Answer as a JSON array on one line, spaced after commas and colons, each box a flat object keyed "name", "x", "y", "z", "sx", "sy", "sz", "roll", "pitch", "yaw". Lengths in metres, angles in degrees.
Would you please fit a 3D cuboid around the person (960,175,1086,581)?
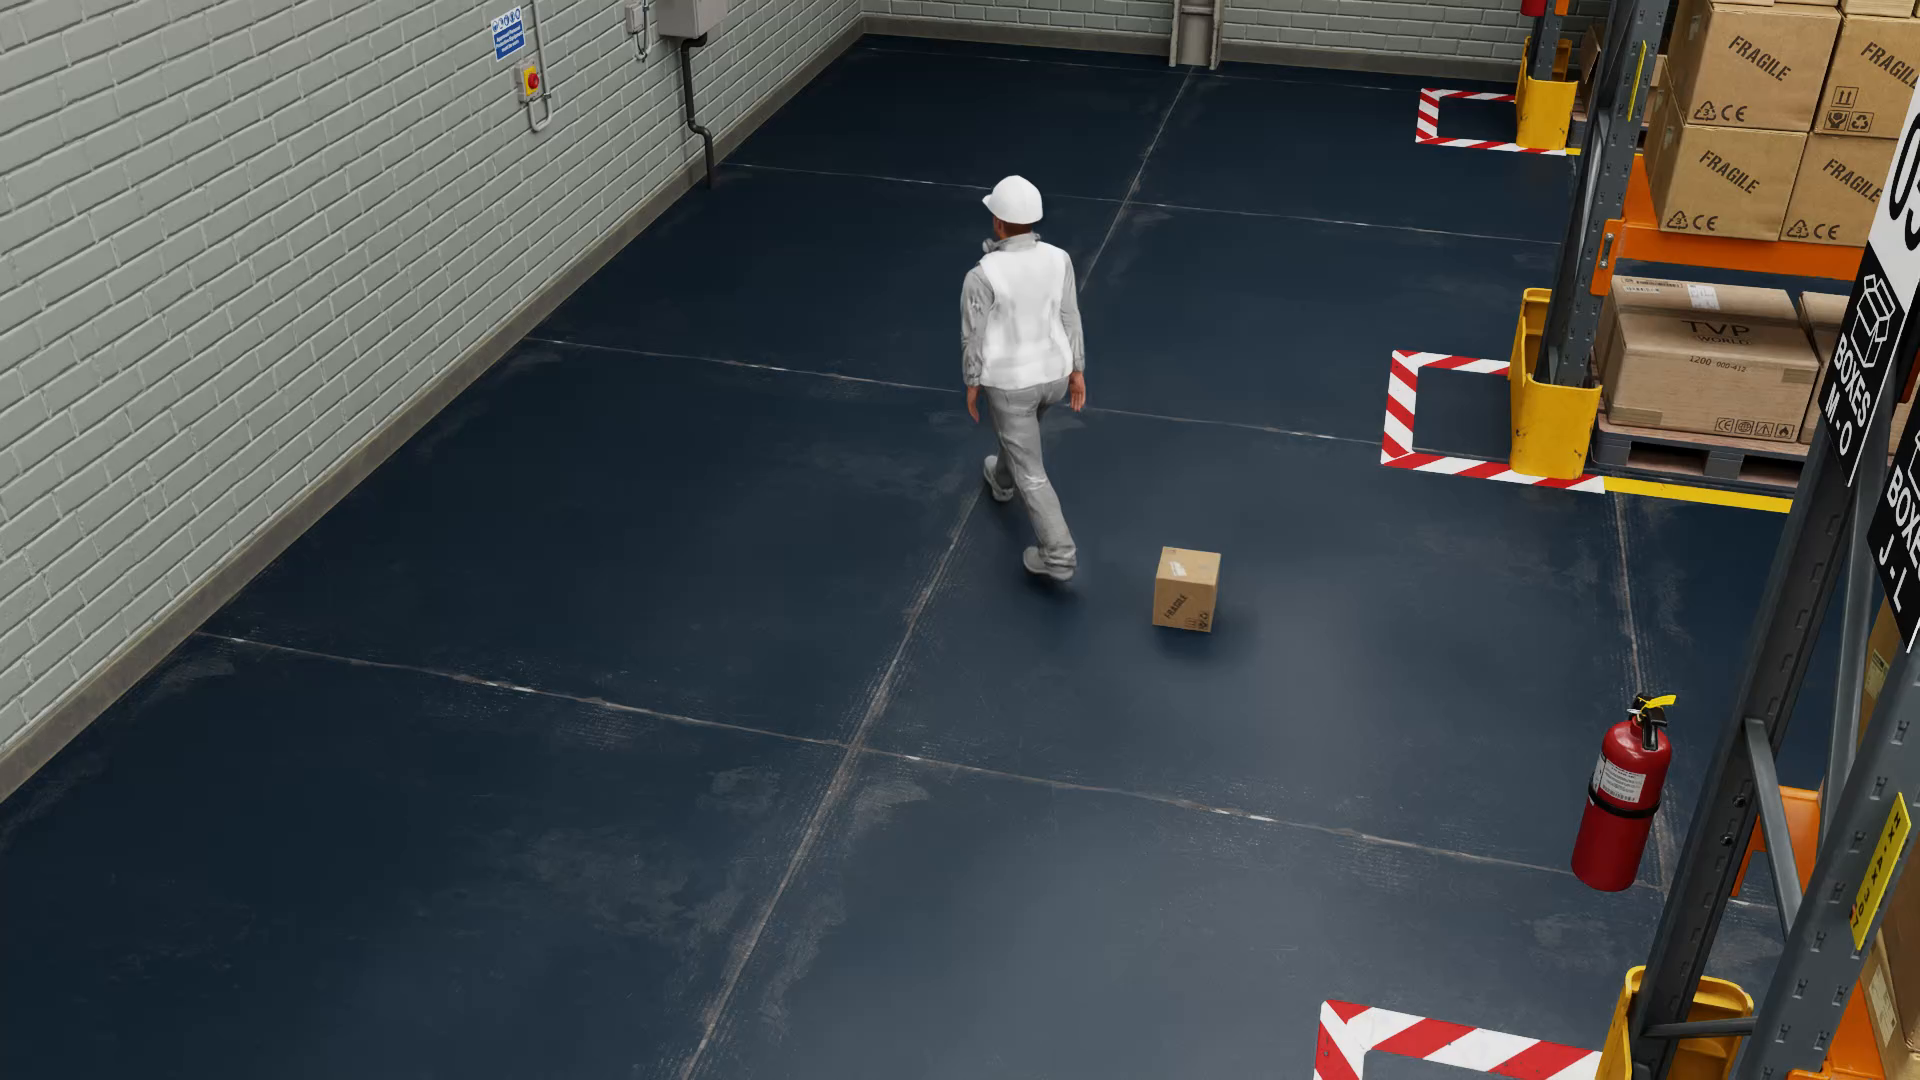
[{"name": "person", "x": 0.259, "y": -0.740, "z": 7.318, "sx": 0.544, "sy": 1.712, "sz": 1.109, "roll": -17, "pitch": 36, "yaw": -25}]
